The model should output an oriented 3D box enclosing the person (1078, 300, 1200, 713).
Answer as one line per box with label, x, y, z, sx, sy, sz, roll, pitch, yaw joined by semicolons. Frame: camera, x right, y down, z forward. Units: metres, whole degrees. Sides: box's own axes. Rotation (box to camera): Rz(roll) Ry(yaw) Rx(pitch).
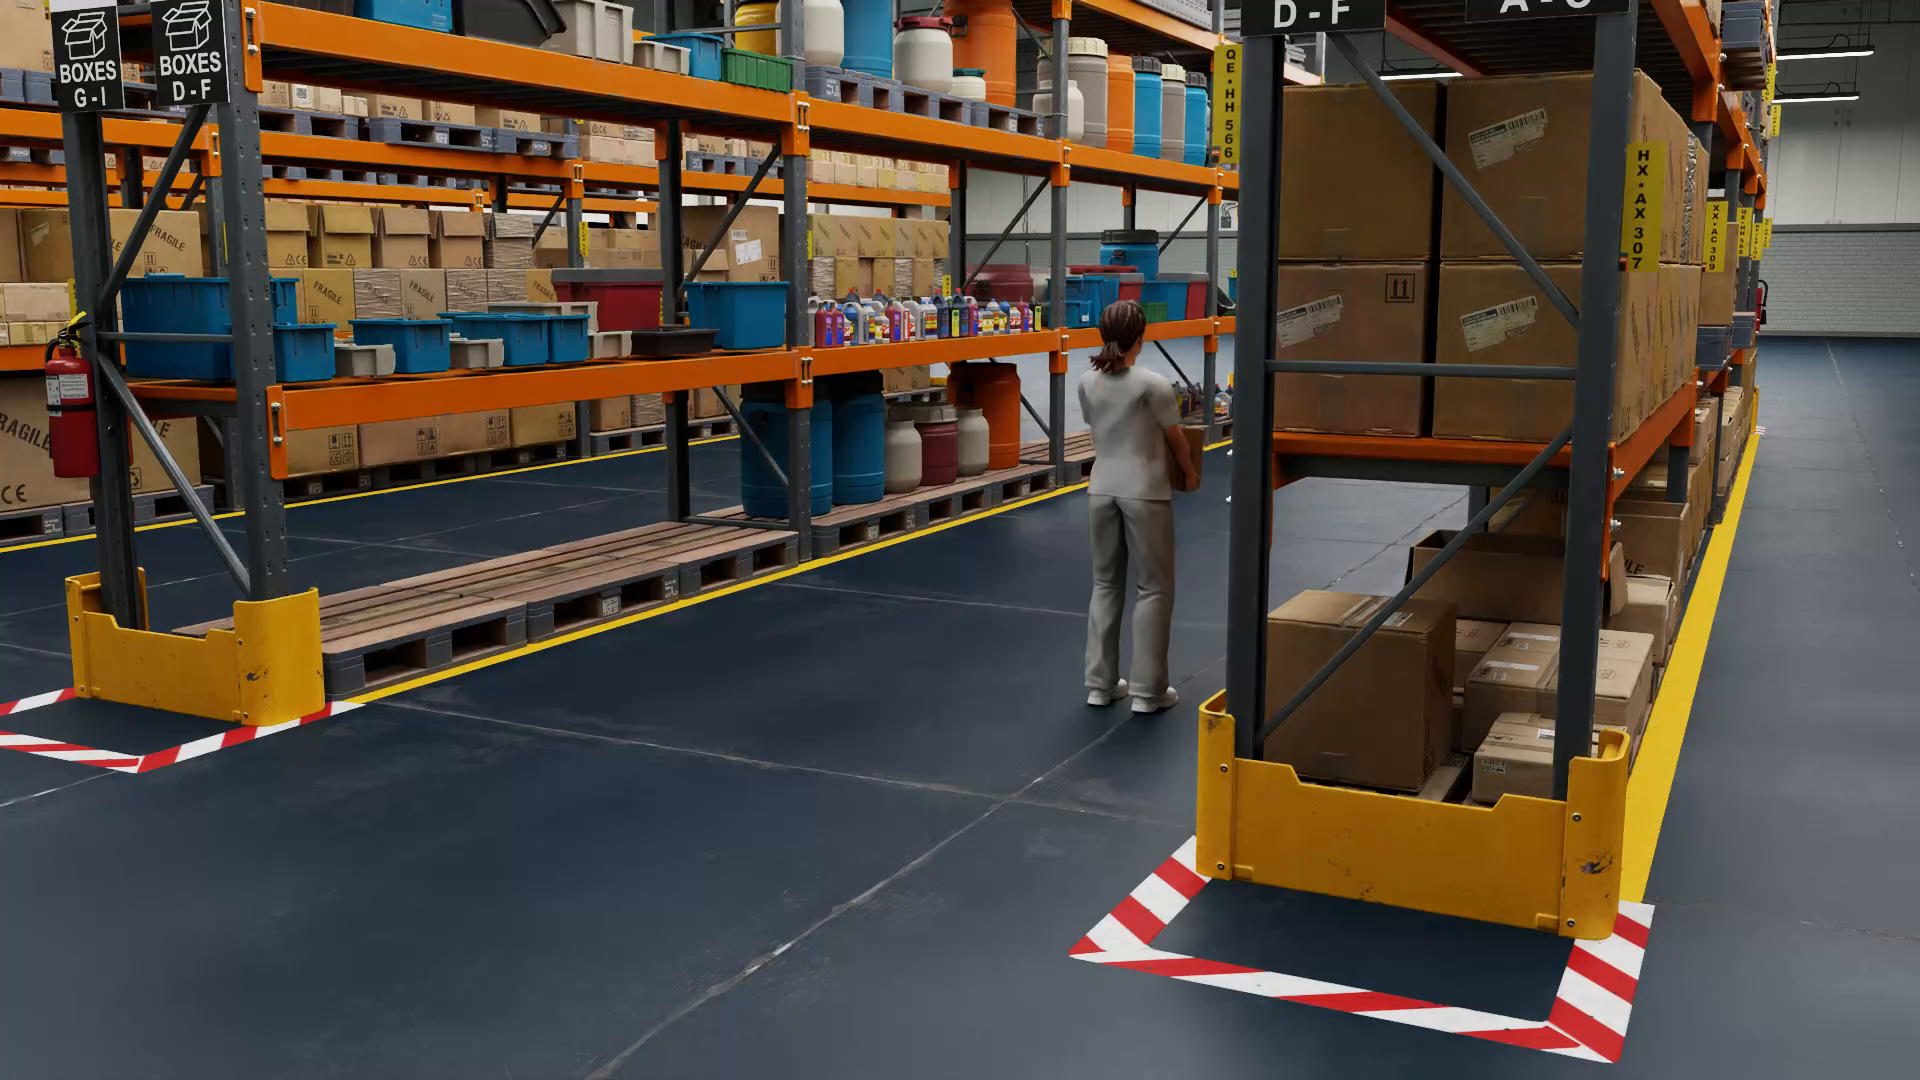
person;0.729;-0.146;6.820;0.436;1.666;0.554;6;11;34
